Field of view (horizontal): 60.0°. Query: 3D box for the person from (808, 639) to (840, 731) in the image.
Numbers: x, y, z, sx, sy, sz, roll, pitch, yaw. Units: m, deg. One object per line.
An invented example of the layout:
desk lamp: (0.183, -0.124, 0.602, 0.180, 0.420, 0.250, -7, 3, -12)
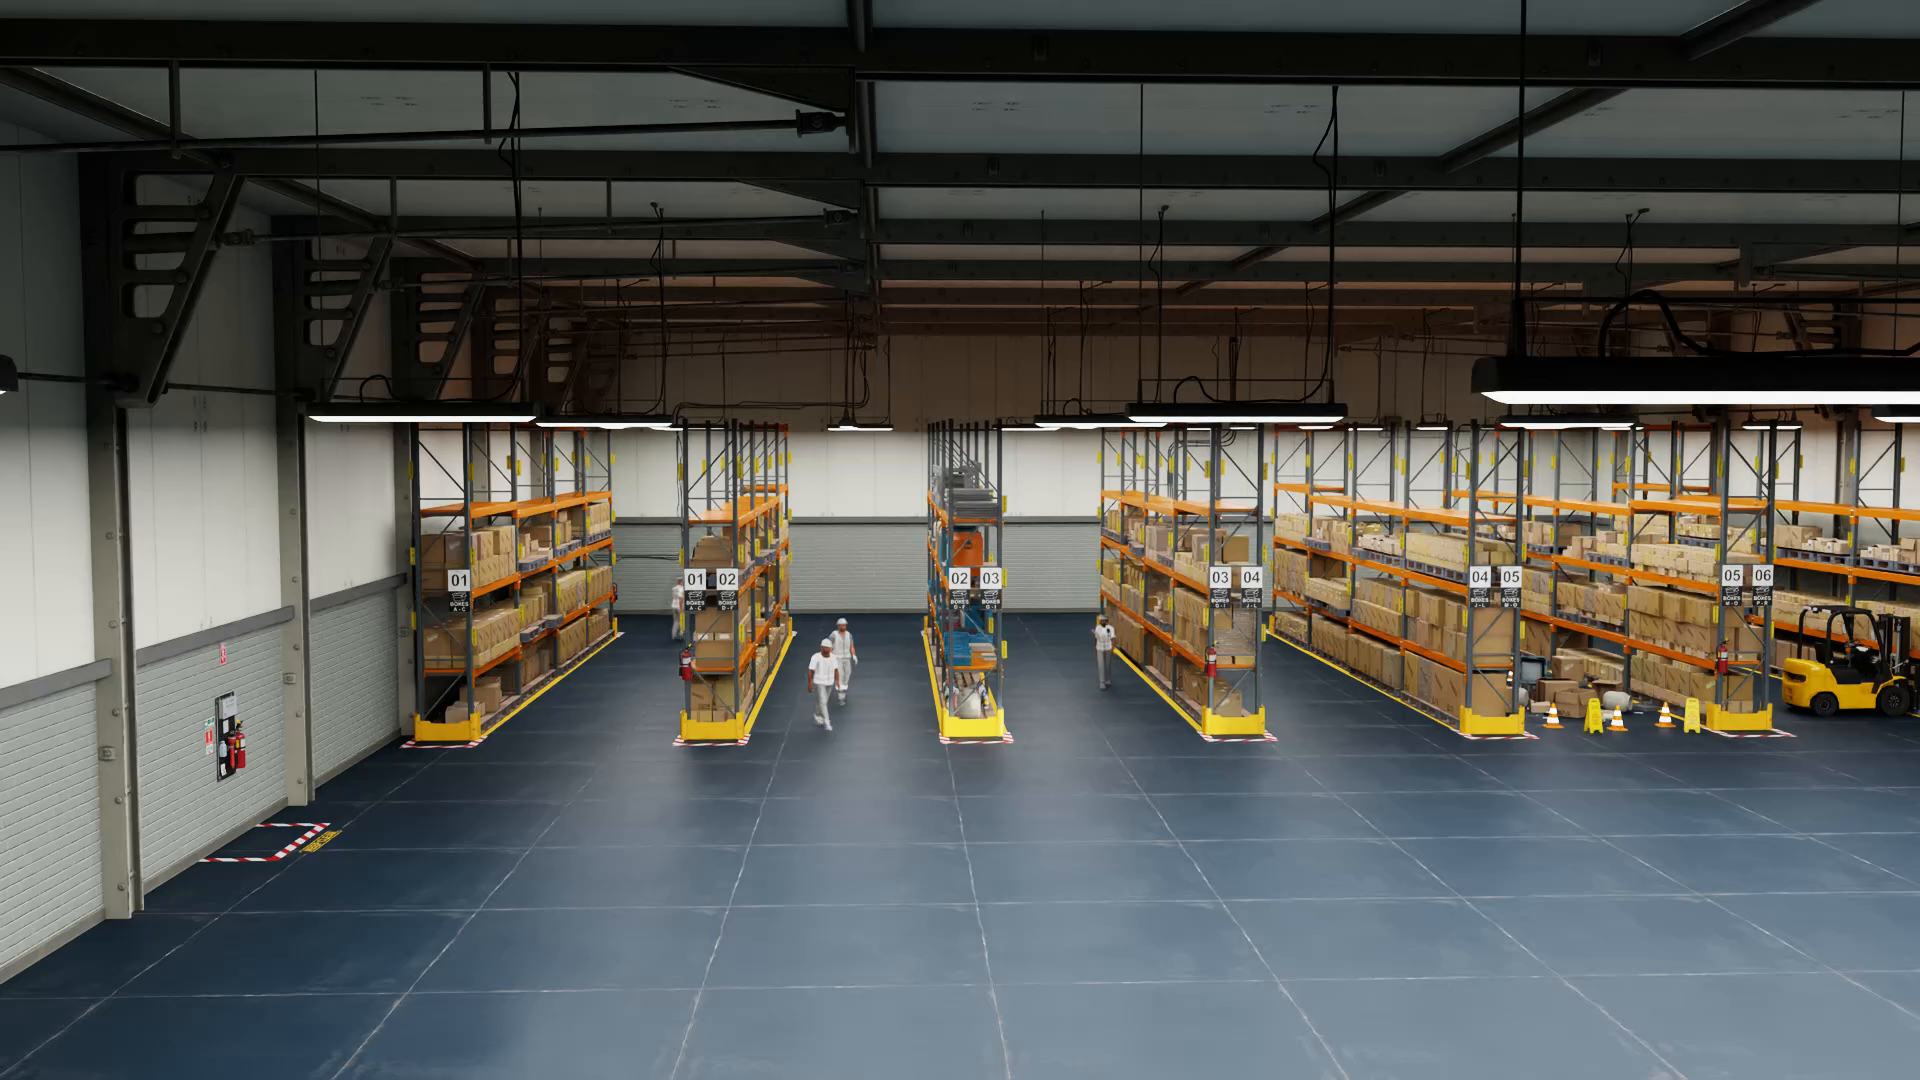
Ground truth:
person: (-2.599, 2.772, 32.195, 0.593, 1.718, 0.951, -3, 5, -42)

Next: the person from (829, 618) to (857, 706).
person: (-2.449, 2.586, 35.346, 0.550, 1.818, 0.668, -2, 4, -29)

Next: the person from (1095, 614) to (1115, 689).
person: (3.259, 2.488, 37.398, 0.472, 1.637, 0.905, 1, 4, 8)

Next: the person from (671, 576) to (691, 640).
person: (-7.766, 1.890, 45.975, 0.555, 1.754, 0.518, 2, 4, 33)
